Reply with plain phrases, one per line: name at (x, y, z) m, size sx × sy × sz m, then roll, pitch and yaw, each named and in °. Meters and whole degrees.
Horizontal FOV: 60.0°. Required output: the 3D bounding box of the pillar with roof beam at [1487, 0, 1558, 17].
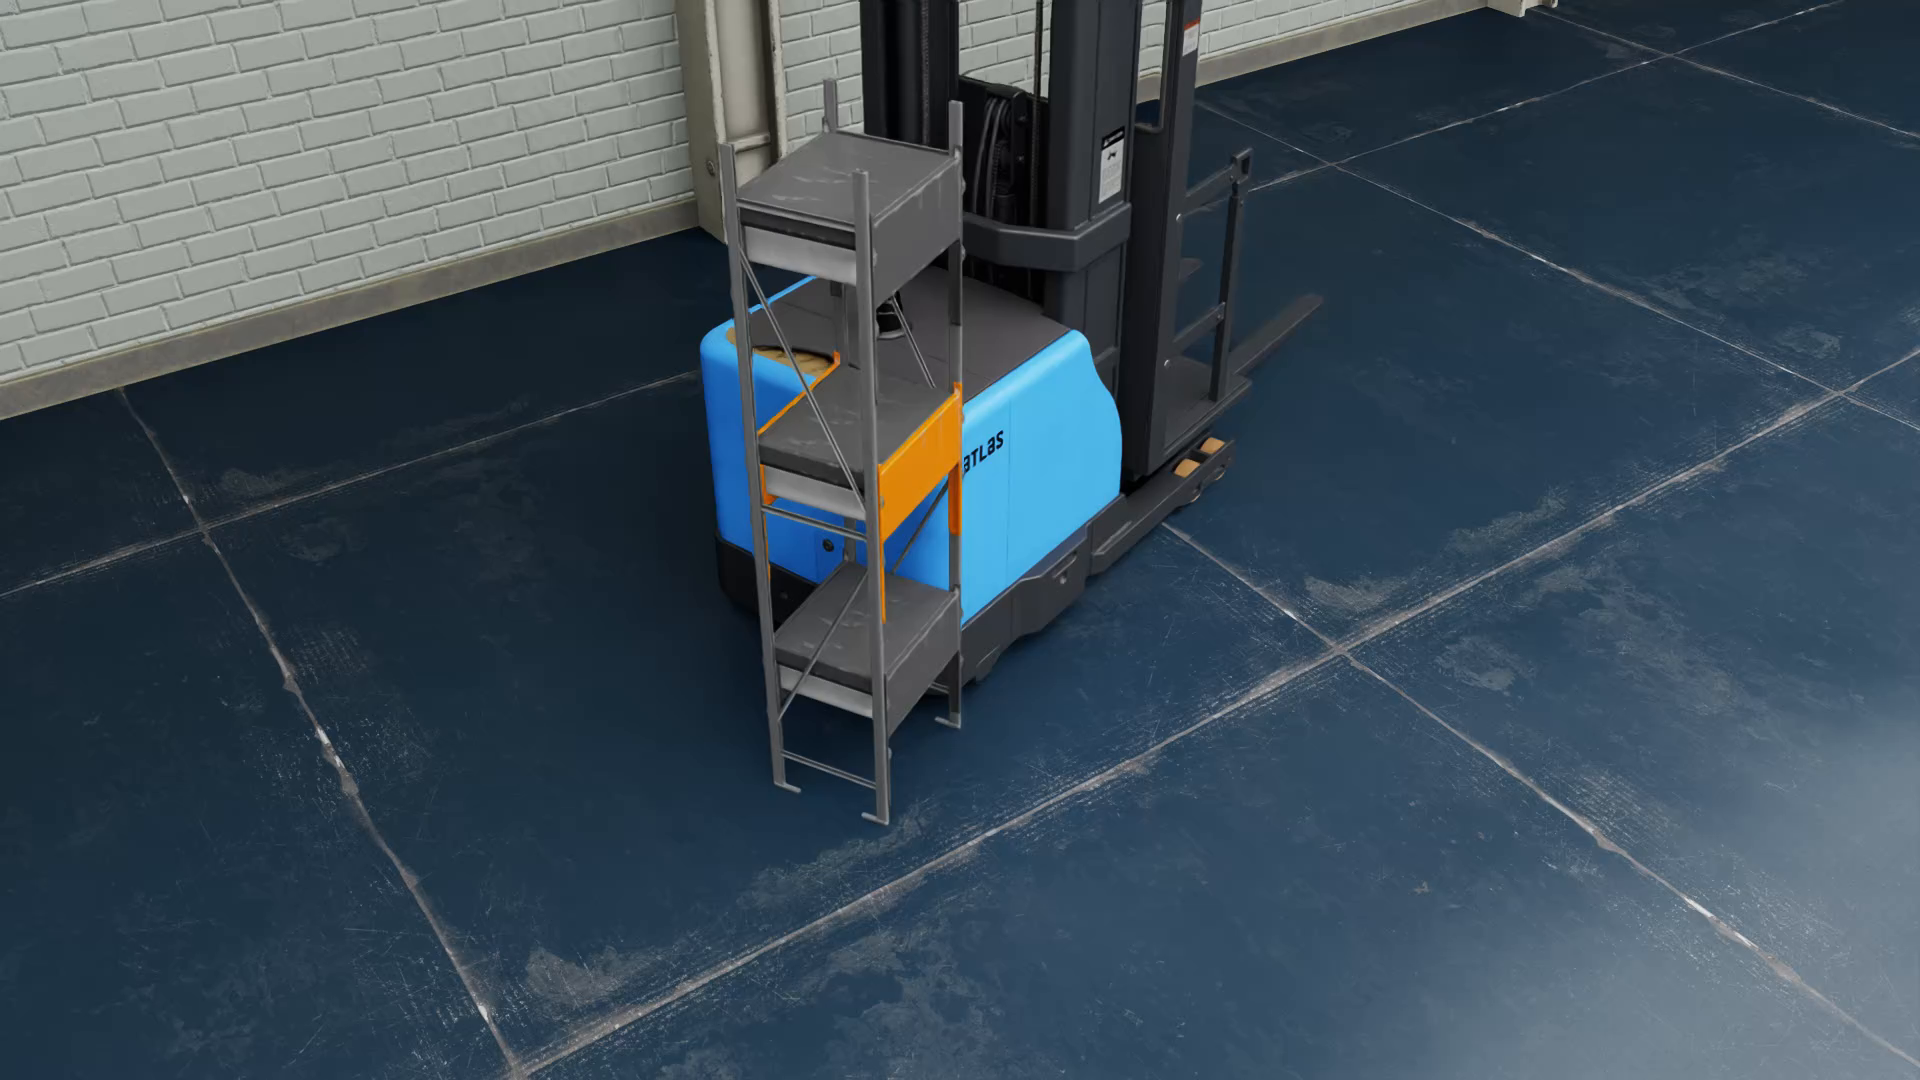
pillar with roof beam at (6.287, -5.231, 5.816) m, size 0.400 × 9.000 × 9.100 m, roll -22°, pitch 41°, yaw -28°

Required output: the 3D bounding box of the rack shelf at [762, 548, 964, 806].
rack shelf at (-0.287, 0.412, 5.098) m, size 0.431 × 0.518 × 0.480 m, roll 16°, pitch 39°, yaw 21°

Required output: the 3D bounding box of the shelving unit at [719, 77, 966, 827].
shelving unit at (-0.286, -0.169, 4.684) m, size 0.431 × 2.100 × 0.503 m, roll 16°, pitch 39°, yaw 21°

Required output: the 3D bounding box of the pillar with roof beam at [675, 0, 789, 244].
pillar with roof beam at (1.383, -3.213, 3.010) m, size 0.400 × 9.000 × 9.100 m, roll -22°, pitch 41°, yaw -28°

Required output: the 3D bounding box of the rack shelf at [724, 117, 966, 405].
rack shelf at (-0.284, -0.728, 4.286) m, size 0.431 × 0.518 × 0.480 m, roll 16°, pitch 39°, yaw 21°

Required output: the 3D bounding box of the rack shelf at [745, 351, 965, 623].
rack shelf at (-0.286, -0.158, 4.692) m, size 0.431 × 0.518 × 0.480 m, roll 16°, pitch 39°, yaw 21°

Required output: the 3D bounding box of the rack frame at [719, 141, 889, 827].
rack frame at (-0.395, -0.042, 4.506) m, size 0.400 × 2.100 × 0.015 m, roll 16°, pitch 39°, yaw 21°

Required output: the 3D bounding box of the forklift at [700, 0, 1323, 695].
forklift at (0.432, -1.491, 5.812) m, size 1.130 × 2.935 × 3.031 m, roll 24°, pitch 42°, yaw 29°

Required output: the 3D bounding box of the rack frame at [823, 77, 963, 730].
rack frame at (-0.177, -0.295, 4.862) m, size 0.400 × 2.100 × 0.015 m, roll 16°, pitch 39°, yaw 21°
